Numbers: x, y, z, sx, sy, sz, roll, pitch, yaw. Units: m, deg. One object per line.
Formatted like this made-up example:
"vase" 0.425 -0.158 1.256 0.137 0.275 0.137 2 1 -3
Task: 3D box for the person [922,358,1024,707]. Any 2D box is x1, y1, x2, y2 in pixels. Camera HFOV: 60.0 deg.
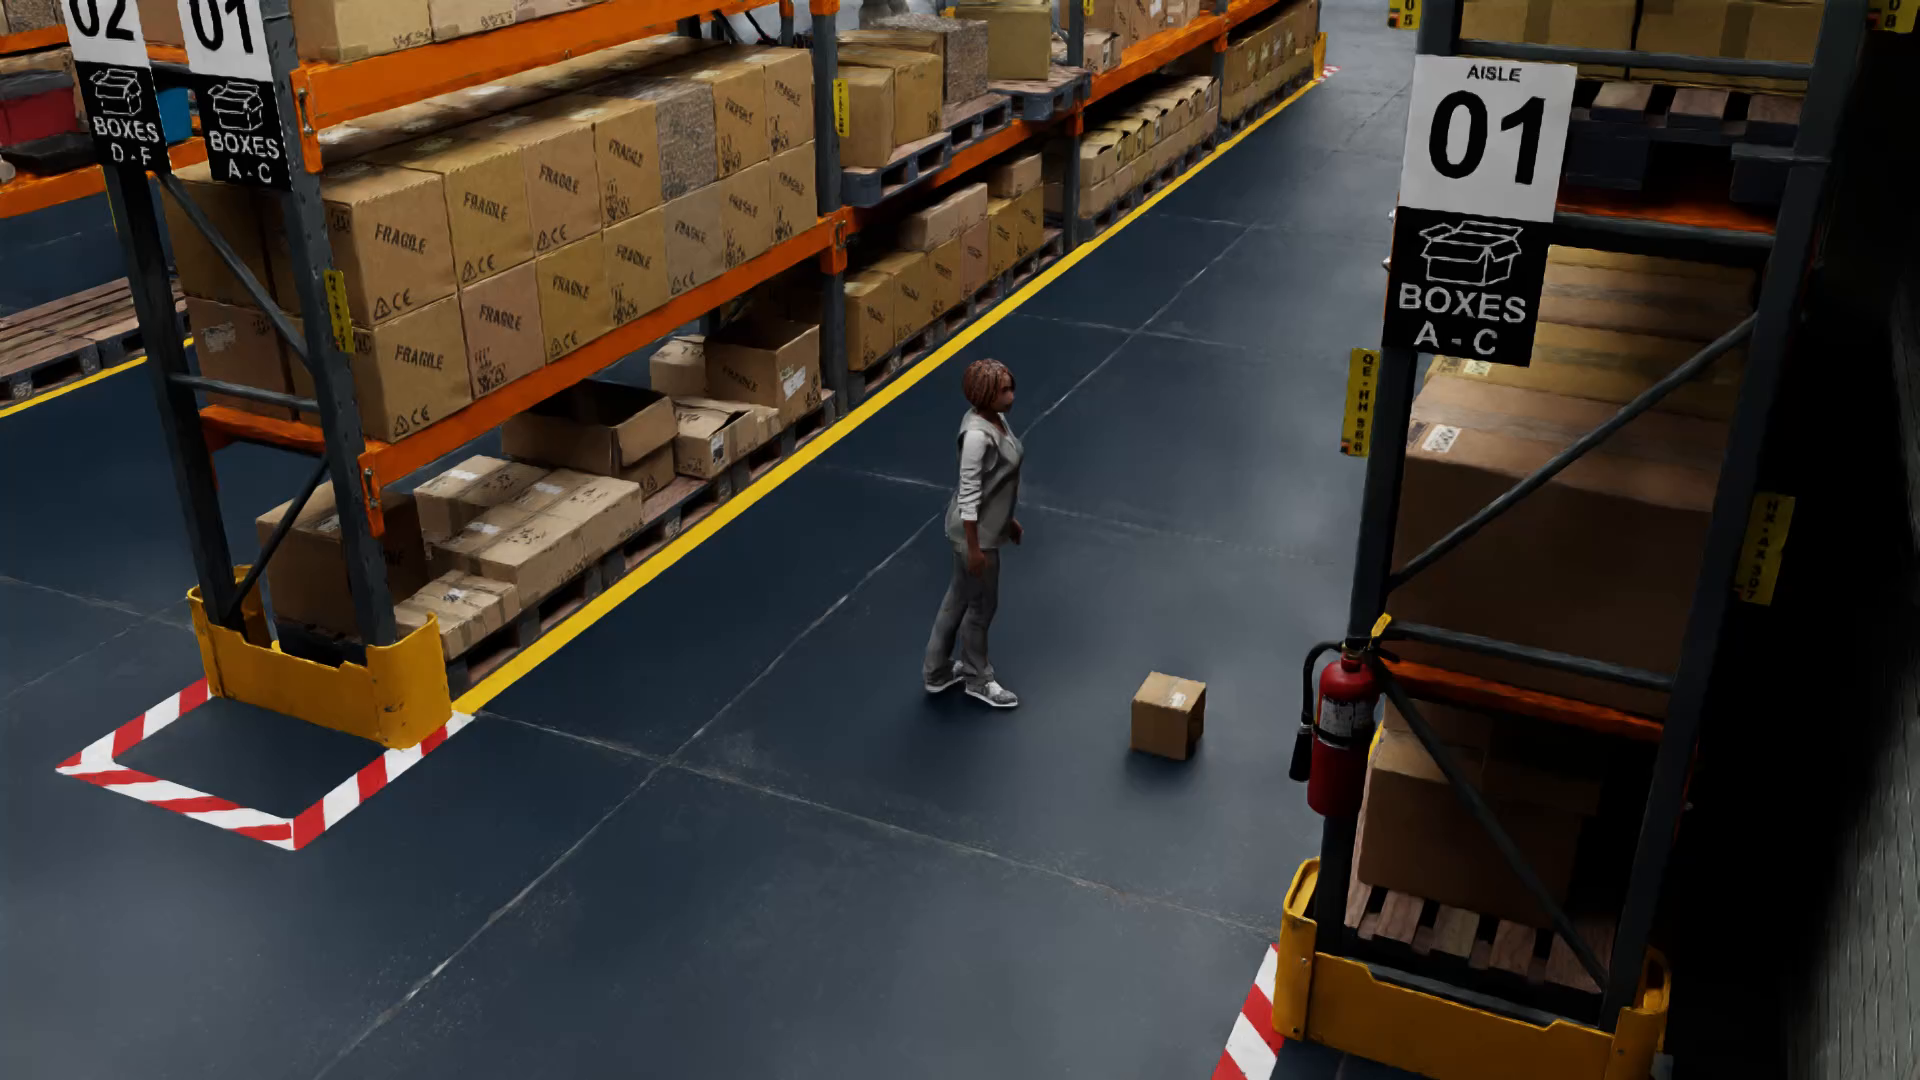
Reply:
"person" 0.054 -0.026 7.167 0.448 1.605 0.420 1 27 2
